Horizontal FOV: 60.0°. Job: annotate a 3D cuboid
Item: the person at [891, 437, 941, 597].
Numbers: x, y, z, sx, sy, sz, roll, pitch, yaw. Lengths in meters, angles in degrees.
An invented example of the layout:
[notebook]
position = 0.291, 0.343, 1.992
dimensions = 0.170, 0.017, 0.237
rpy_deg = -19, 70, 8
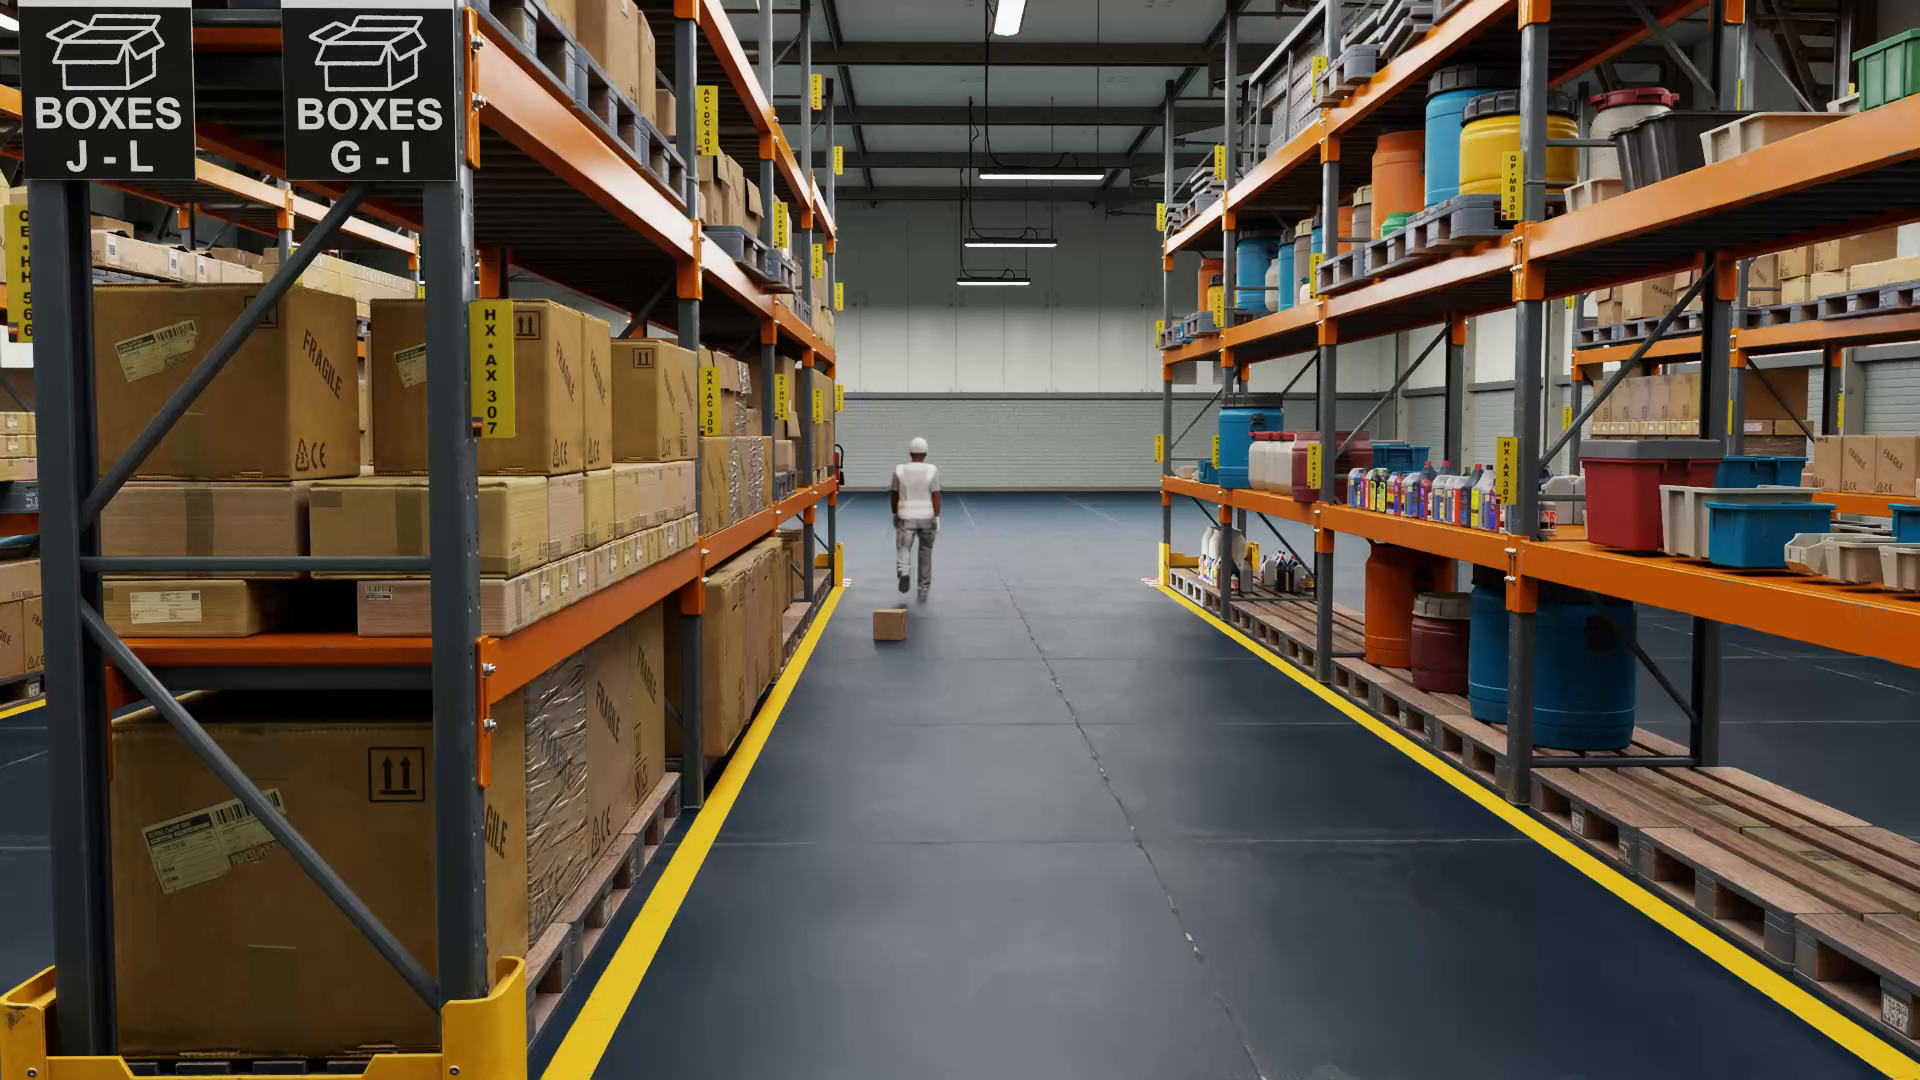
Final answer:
[person]
position = -0.484, -0.245, 18.265
dimensions = 0.549, 1.762, 0.832
rpy_deg = 0, 4, 0
